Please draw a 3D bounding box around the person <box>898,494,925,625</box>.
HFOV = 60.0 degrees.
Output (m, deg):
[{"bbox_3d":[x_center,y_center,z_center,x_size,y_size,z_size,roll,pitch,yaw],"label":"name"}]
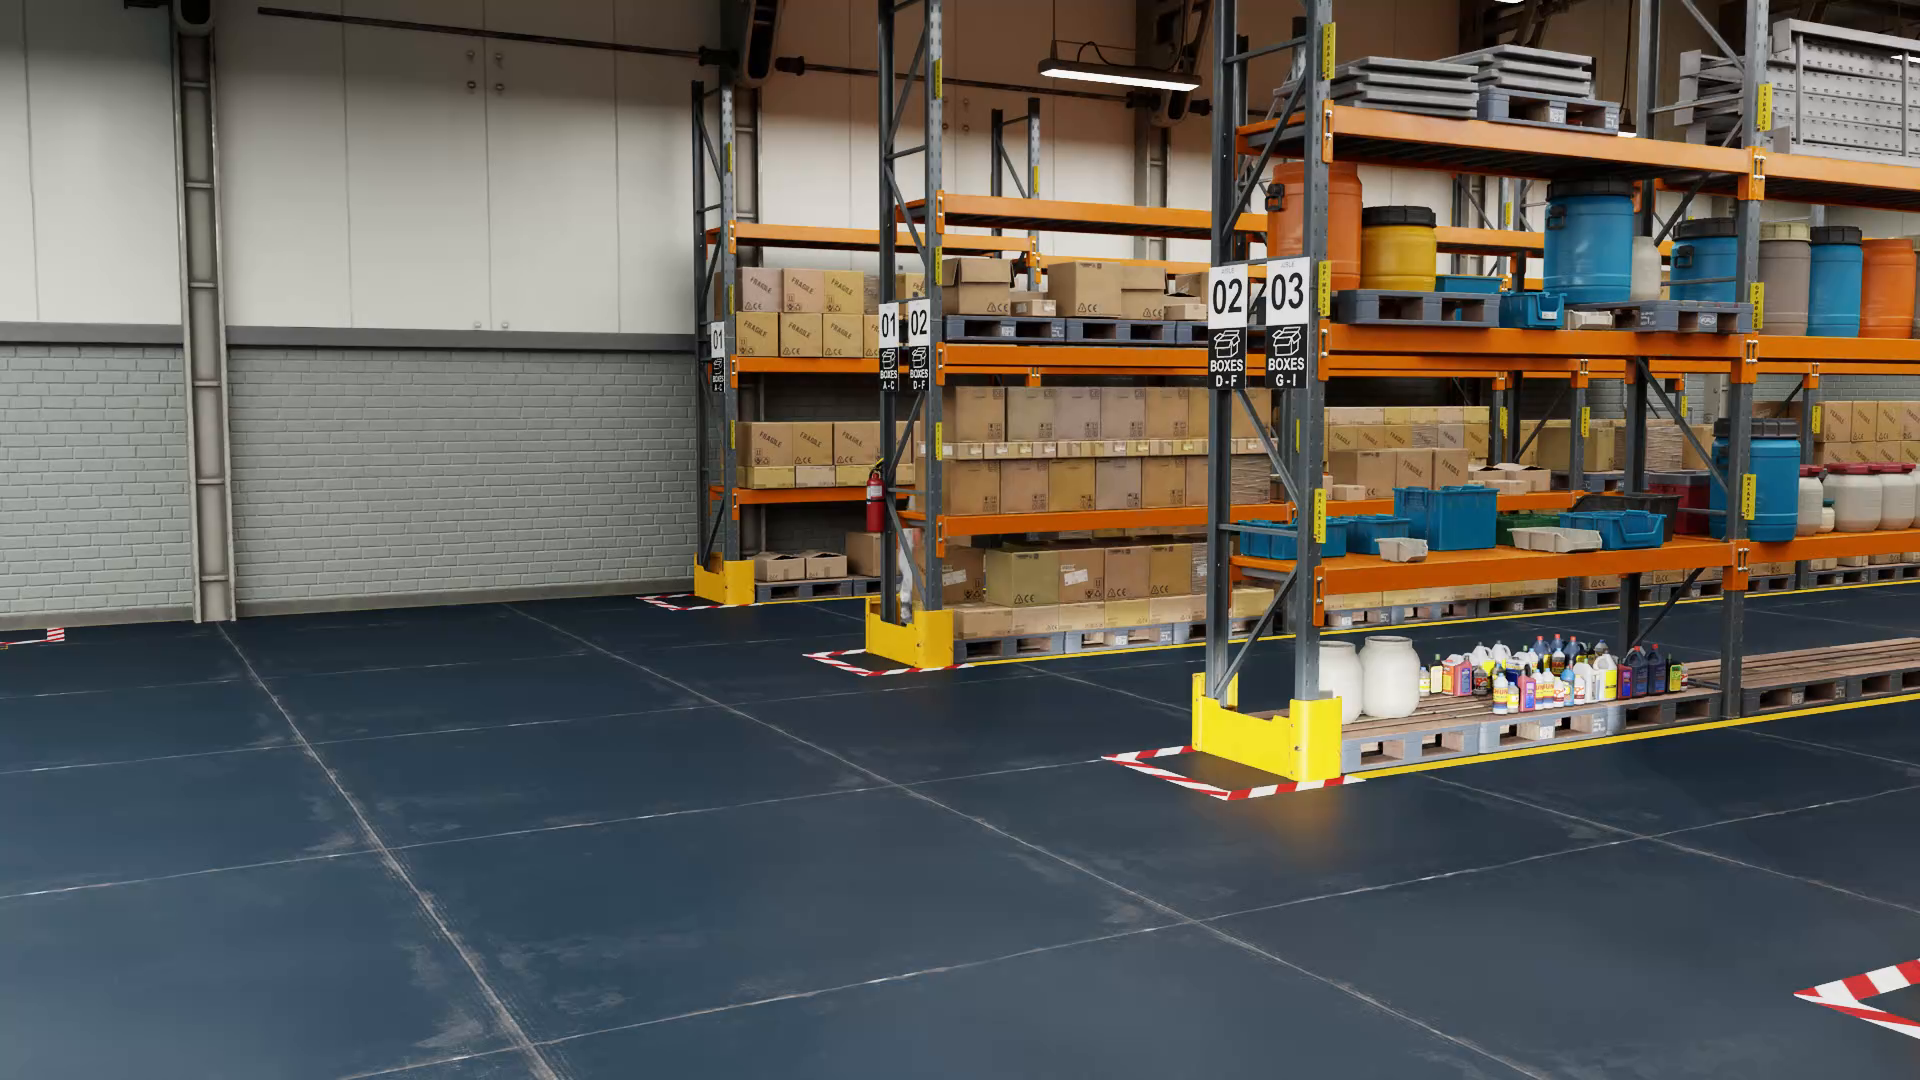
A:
[{"bbox_3d":[-0.344,0.068,17.179,0.492,1.628,0.739,-3,6,-30],"label":"person"}]
